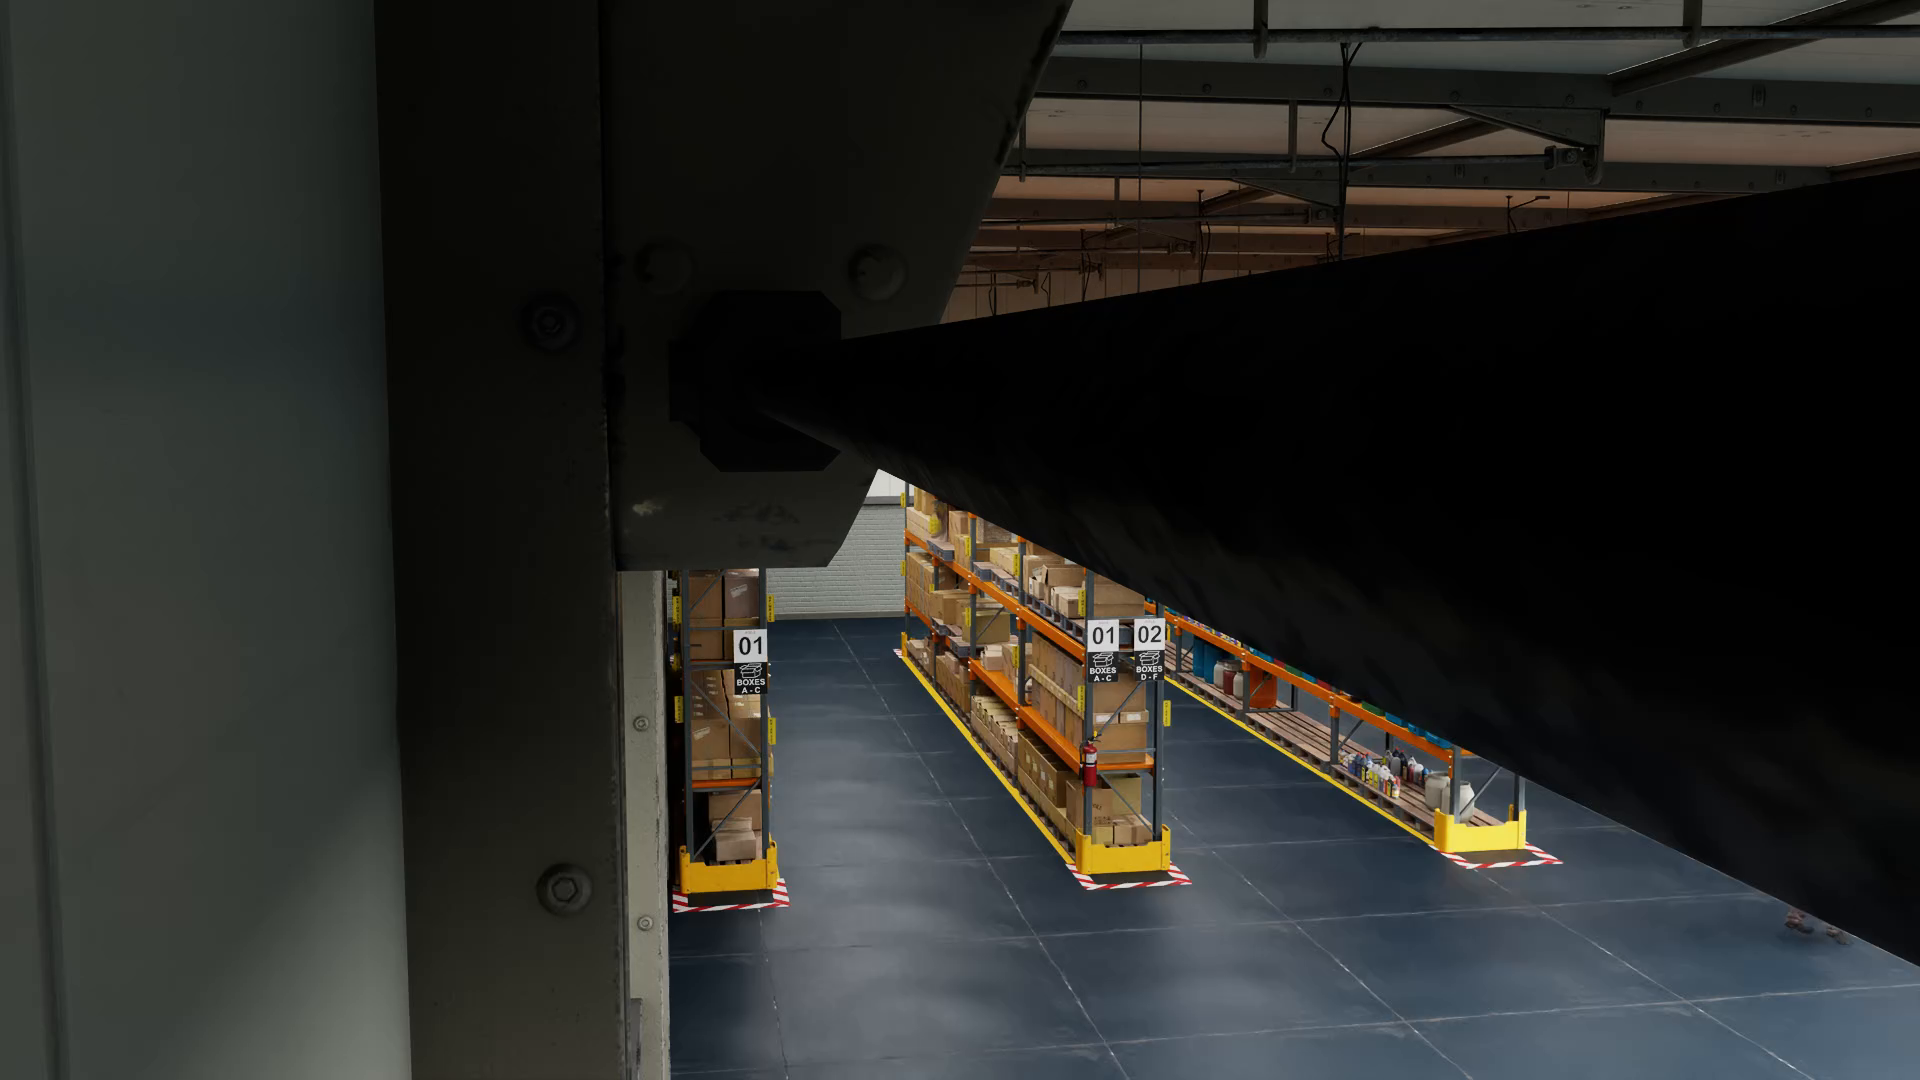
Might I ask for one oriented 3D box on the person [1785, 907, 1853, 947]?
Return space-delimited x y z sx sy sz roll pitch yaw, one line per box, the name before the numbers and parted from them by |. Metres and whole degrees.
person | 9.536 3.582 18.338 0.726 1.779 0.641 2 6 15
